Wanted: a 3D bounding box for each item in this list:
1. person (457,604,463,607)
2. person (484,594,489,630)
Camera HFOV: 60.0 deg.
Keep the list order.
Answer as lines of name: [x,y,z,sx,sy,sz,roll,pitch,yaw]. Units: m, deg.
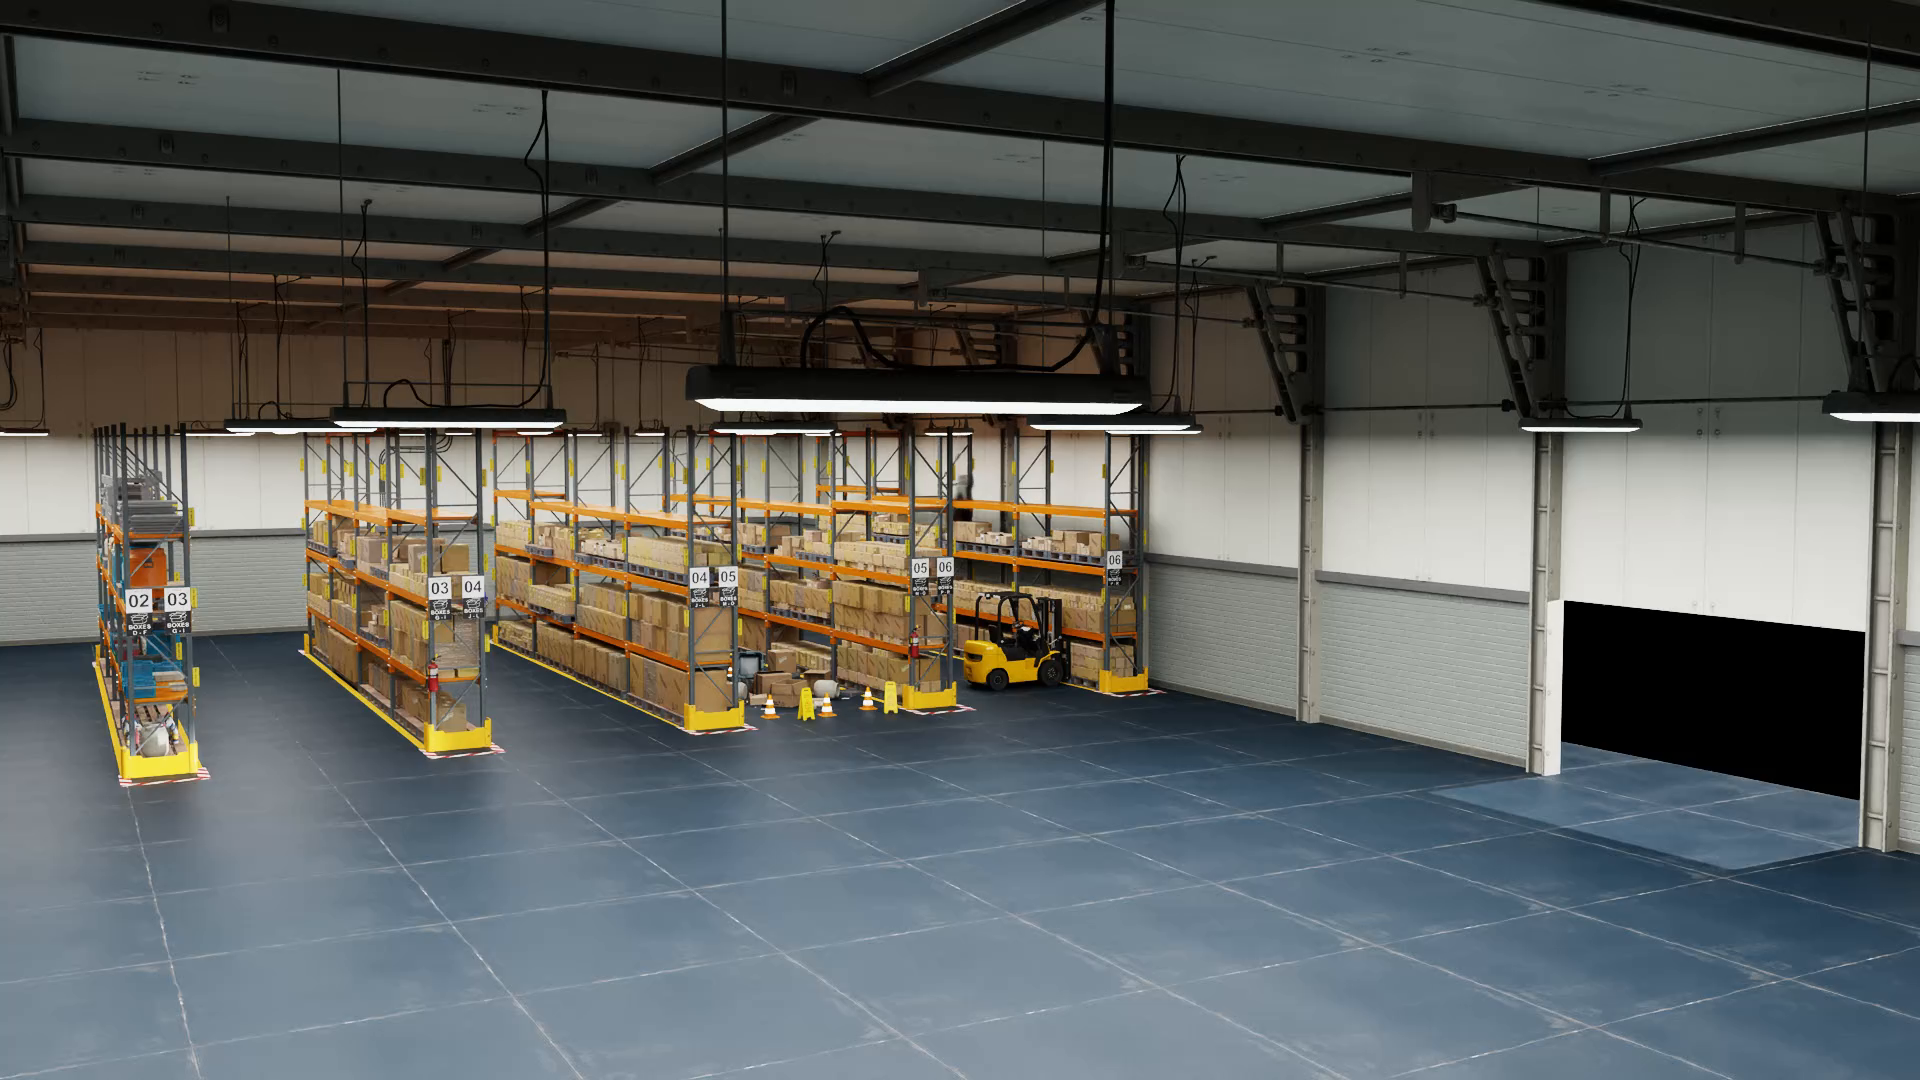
person: [-13.600,2.160,45.147,0.682,1.763,0.837,-1,4,-19]
person: [-13.786,2.039,47.636,0.701,1.602,0.770,3,4,38]
